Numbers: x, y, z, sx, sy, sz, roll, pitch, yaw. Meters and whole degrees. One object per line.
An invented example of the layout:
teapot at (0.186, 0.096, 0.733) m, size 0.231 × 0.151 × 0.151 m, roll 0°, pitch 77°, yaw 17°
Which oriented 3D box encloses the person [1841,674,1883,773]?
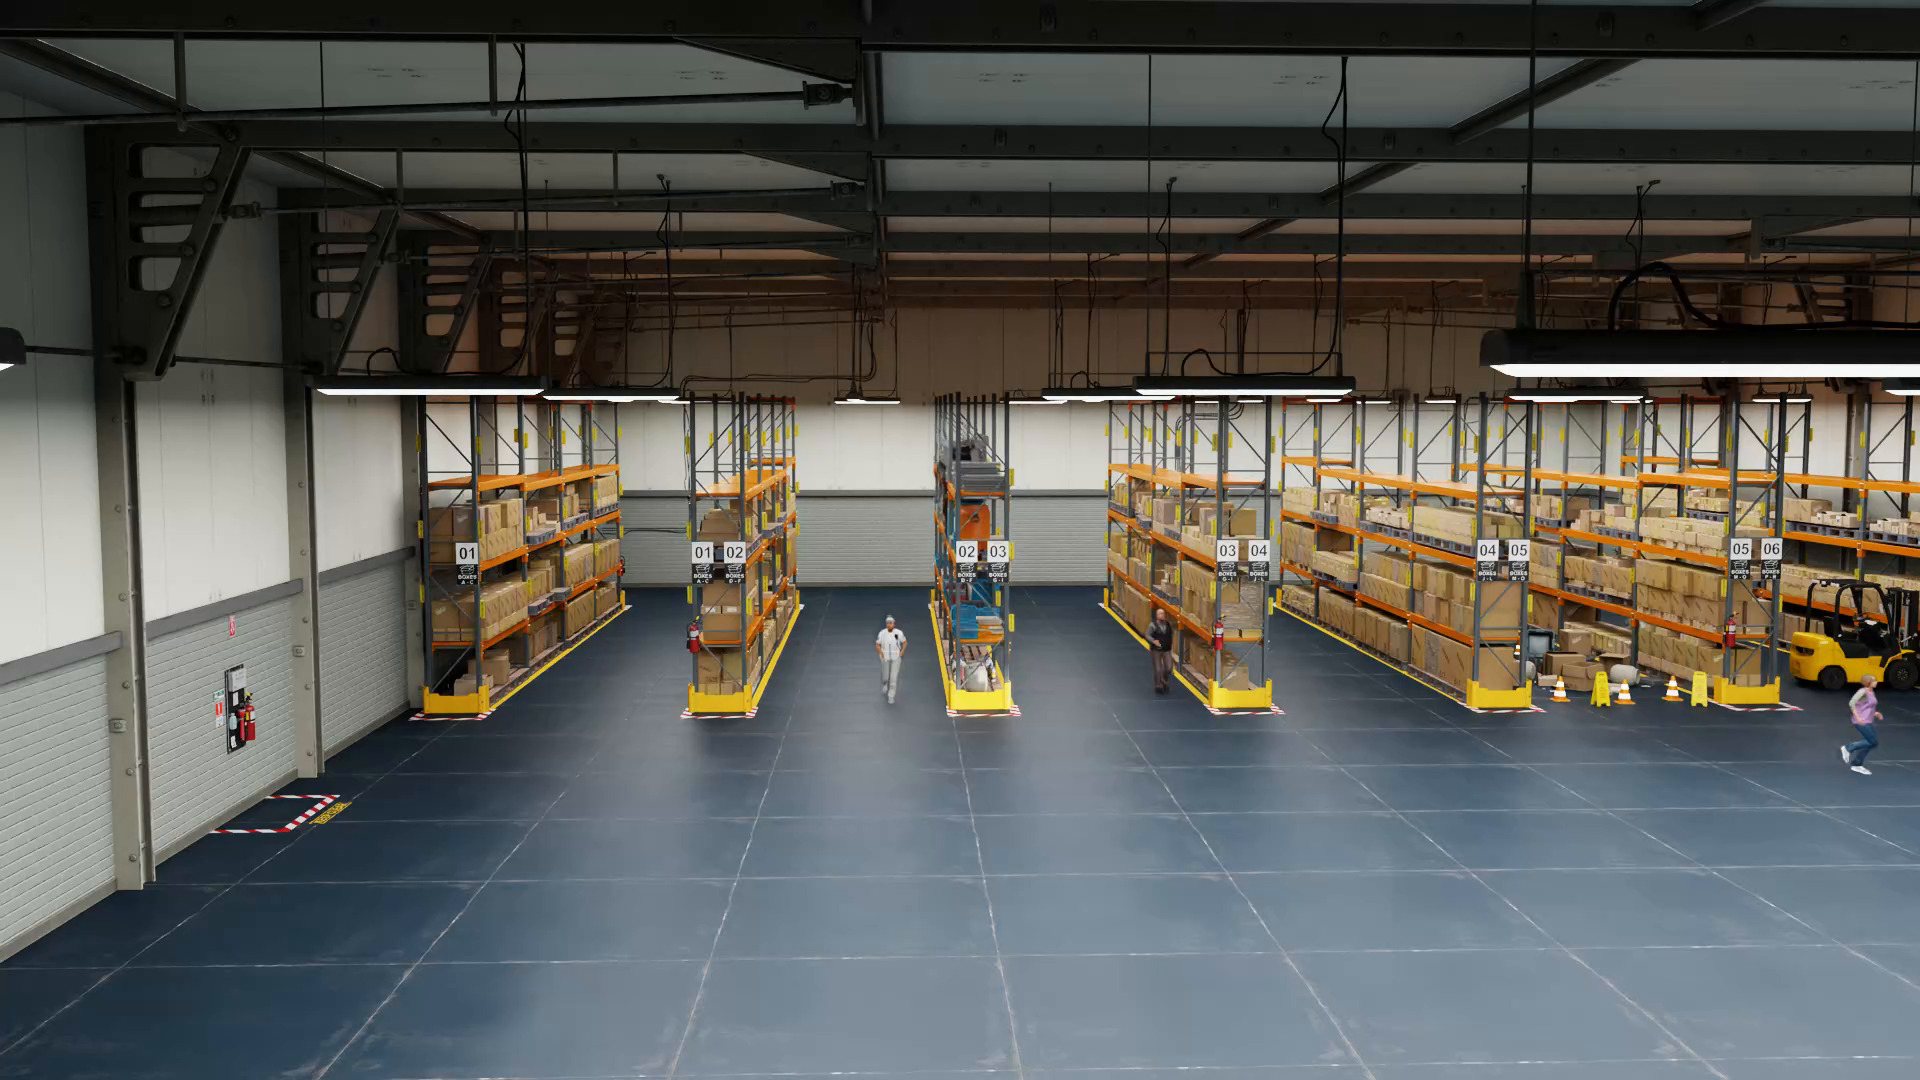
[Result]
person at (14.152, 2.869, 26.067) m, size 0.526 × 1.558 × 0.551 m, roll 4°, pitch 6°, yaw 44°

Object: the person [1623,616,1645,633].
person at (16.728, 1.552, 41.232) m, size 0.670 × 1.784 × 0.969 m, roll 0°, pitch 5°, yaw 1°

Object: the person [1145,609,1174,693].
person at (4.011, 2.226, 33.129) m, size 0.658 × 1.699 × 0.641 m, roll -1°, pitch 5°, yaw -9°

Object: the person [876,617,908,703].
person at (-1.331, 2.322, 32.477) m, size 0.613 × 1.655 × 0.700 m, roll 0°, pitch 5°, yaw 1°
